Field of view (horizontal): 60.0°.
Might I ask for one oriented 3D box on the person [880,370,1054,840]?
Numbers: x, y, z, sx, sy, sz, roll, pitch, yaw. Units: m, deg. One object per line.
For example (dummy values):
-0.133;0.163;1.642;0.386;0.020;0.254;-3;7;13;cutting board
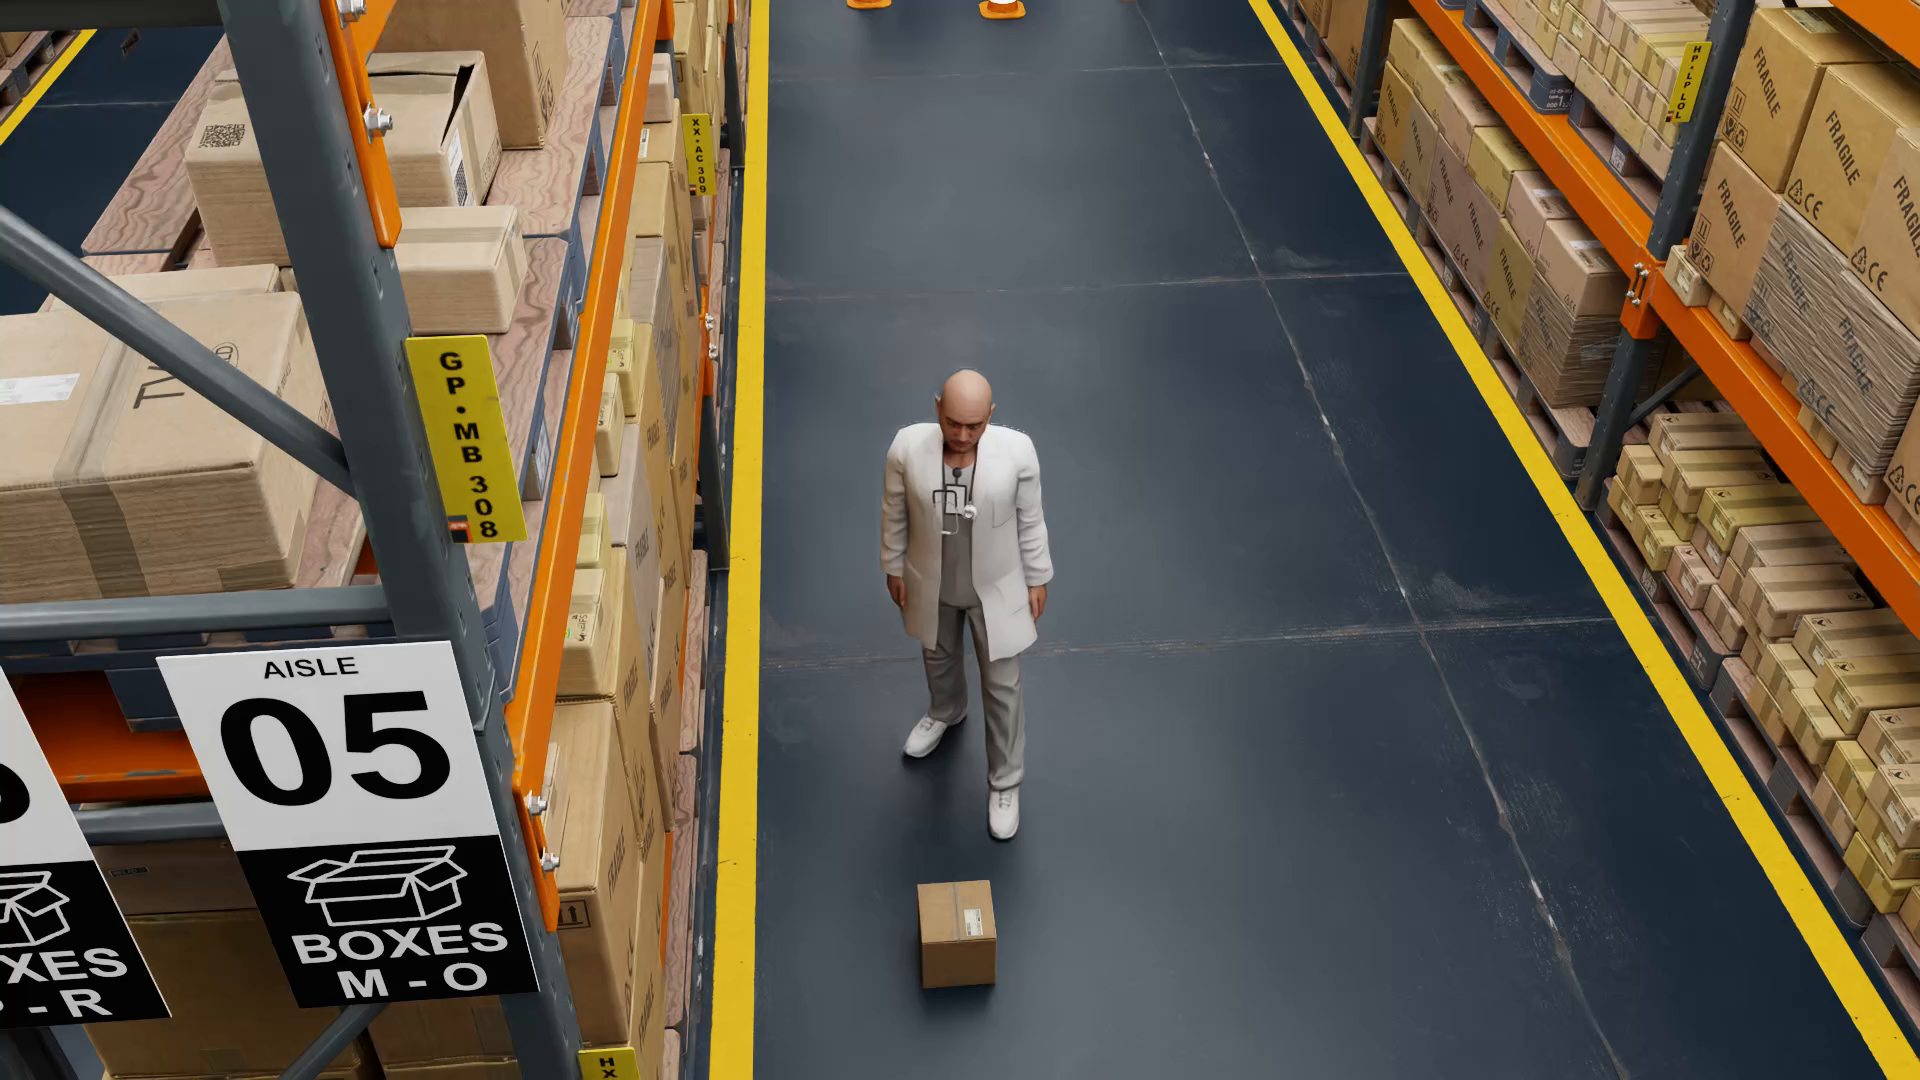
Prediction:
-0.001;0.196;5.898;0.632;1.769;0.695;6;39;8;person
